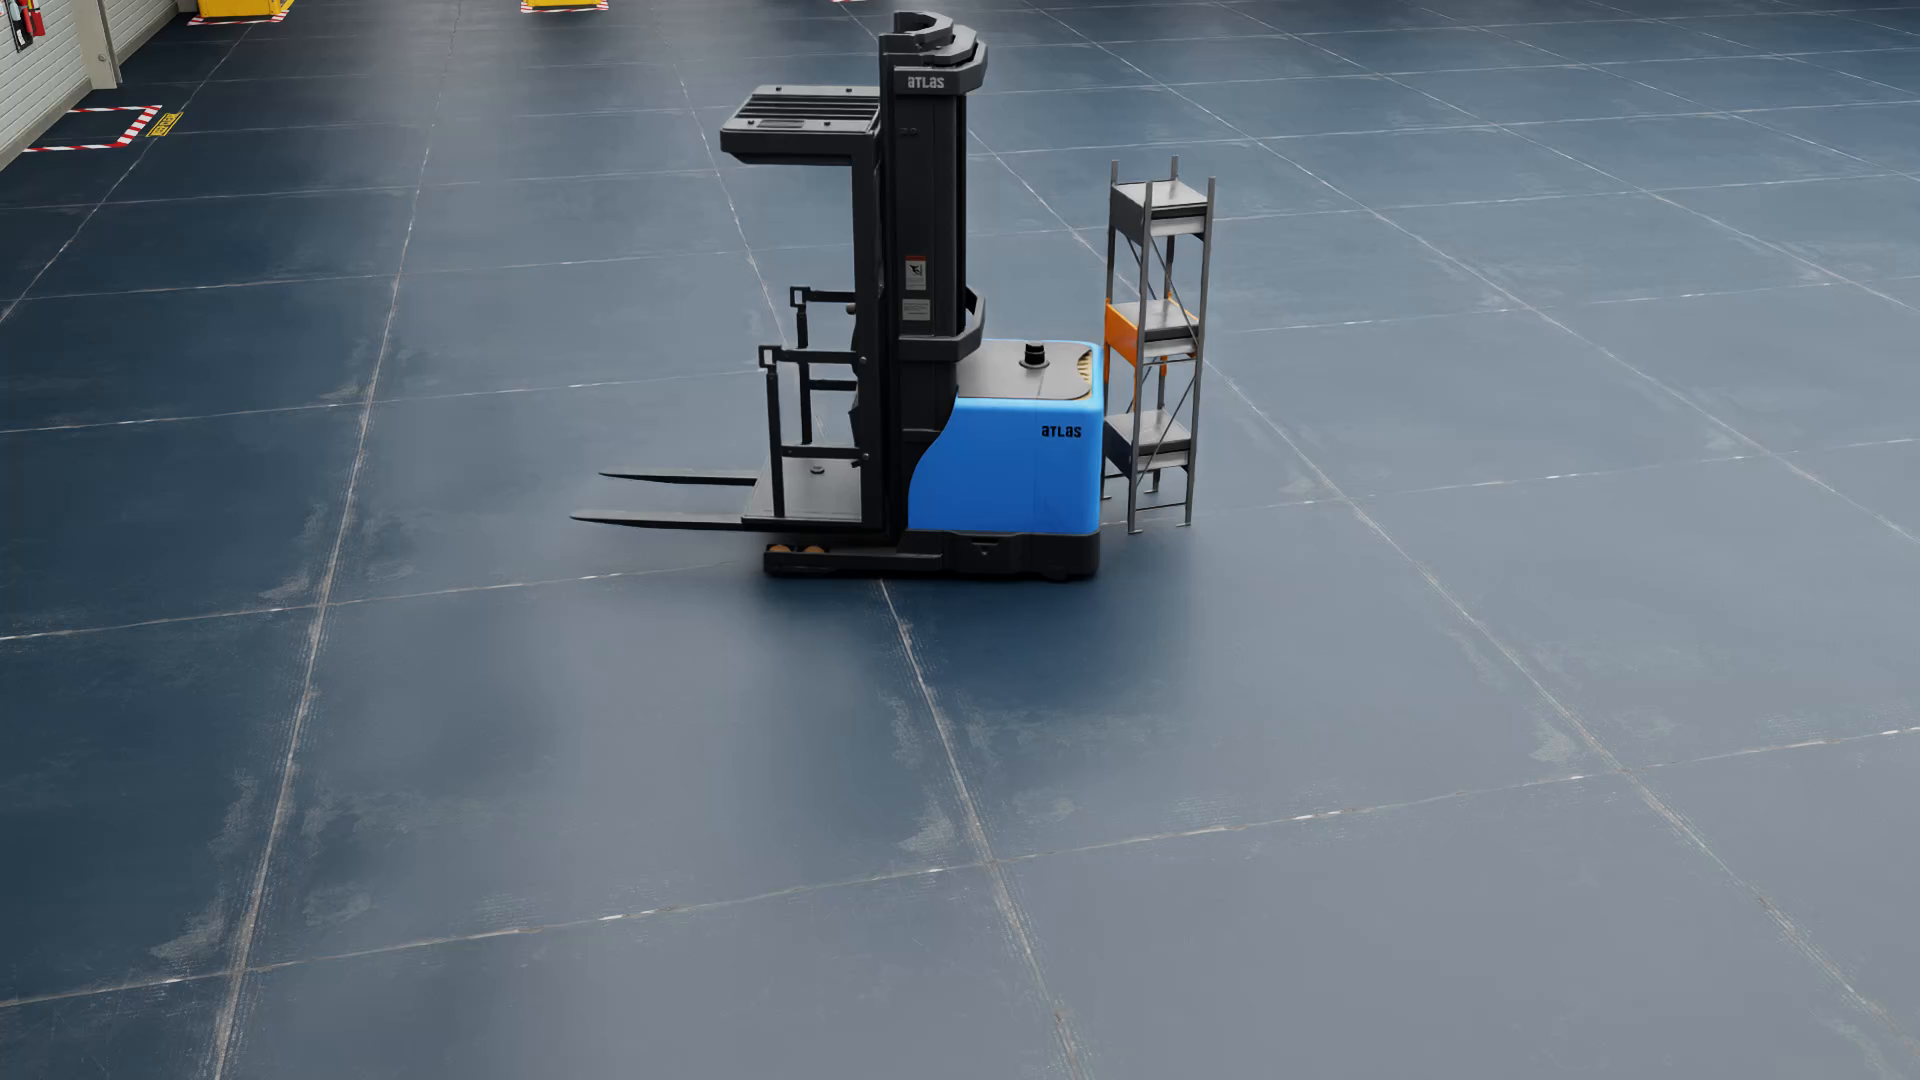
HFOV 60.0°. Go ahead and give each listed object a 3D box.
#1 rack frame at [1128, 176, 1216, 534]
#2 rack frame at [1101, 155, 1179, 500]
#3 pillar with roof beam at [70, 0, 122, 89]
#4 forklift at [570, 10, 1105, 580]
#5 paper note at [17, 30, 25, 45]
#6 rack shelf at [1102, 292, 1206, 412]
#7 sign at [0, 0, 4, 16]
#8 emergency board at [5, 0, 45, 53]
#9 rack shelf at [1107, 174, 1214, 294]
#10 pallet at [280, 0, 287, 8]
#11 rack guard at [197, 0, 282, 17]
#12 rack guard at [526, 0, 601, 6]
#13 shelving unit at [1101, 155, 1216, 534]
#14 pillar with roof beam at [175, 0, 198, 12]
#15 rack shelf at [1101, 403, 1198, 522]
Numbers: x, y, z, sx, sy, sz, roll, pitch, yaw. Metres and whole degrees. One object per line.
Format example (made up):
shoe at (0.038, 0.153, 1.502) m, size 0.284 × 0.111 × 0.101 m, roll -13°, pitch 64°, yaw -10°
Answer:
rack frame at (1.185, -1.000, 9.400) m, size 0.400 × 2.100 × 0.015 m, roll -8°, pitch 28°, yaw -15°
rack frame at (1.040, -1.211, 9.816) m, size 0.400 × 2.100 × 0.015 m, roll -8°, pitch 28°, yaw -15°
pillar with roof beam at (-6.721, -10.263, 20.096) m, size 9.100 × 9.000 × 0.400 m, roll -6°, pitch 27°, yaw -12°
forklift at (-0.700, -1.339, 9.149) m, size 3.031 × 2.935 × 1.130 m, roll 2°, pitch 27°, yaw 4°
paper note at (-10.423, -5.581, 18.455) m, size 0.016 × 0.148 × 0.142 m, roll -6°, pitch 27°, yaw -12°
rack shelf at (1.113, -1.093, 9.614) m, size 0.431 × 0.518 × 0.480 m, roll -8°, pitch 28°, yaw -15°
sign at (-10.372, -5.821, 17.915) m, size 0.001 × 0.329 × 0.234 m, roll -6°, pitch 27°, yaw -12°
emergency board at (-10.396, -6.059, 18.425) m, size 0.194 × 1.169 × 0.643 m, roll -6°, pitch 27°, yaw -12°
rack shelf at (1.113, -1.717, 9.297) m, size 0.431 × 0.518 × 0.480 m, roll -8°, pitch 28°, yaw -15°
pallet at (-11.433, -8.711, 26.774) m, size 1.003 × 0.211 × 1.213 m, roll -6°, pitch 27°, yaw -12°
rack guard at (-11.284, -8.479, 25.995) m, size 1.175 × 0.500 × 0.348 m, roll -6°, pitch 27°, yaw -12°
rack guard at (-6.436, -8.940, 26.908) m, size 1.175 × 0.500 × 0.348 m, roll -6°, pitch 27°, yaw -12°
shelving unit at (1.113, -1.105, 9.608) m, size 0.431 × 2.100 × 0.503 m, roll -8°, pitch 28°, yaw -15°
pillar with roof beam at (-8.073, -12.897, 25.315) m, size 9.100 × 9.000 × 0.400 m, roll -6°, pitch 27°, yaw -12°
rack shelf at (1.112, -0.469, 9.931) m, size 0.431 × 0.518 × 0.480 m, roll -8°, pitch 28°, yaw -15°
